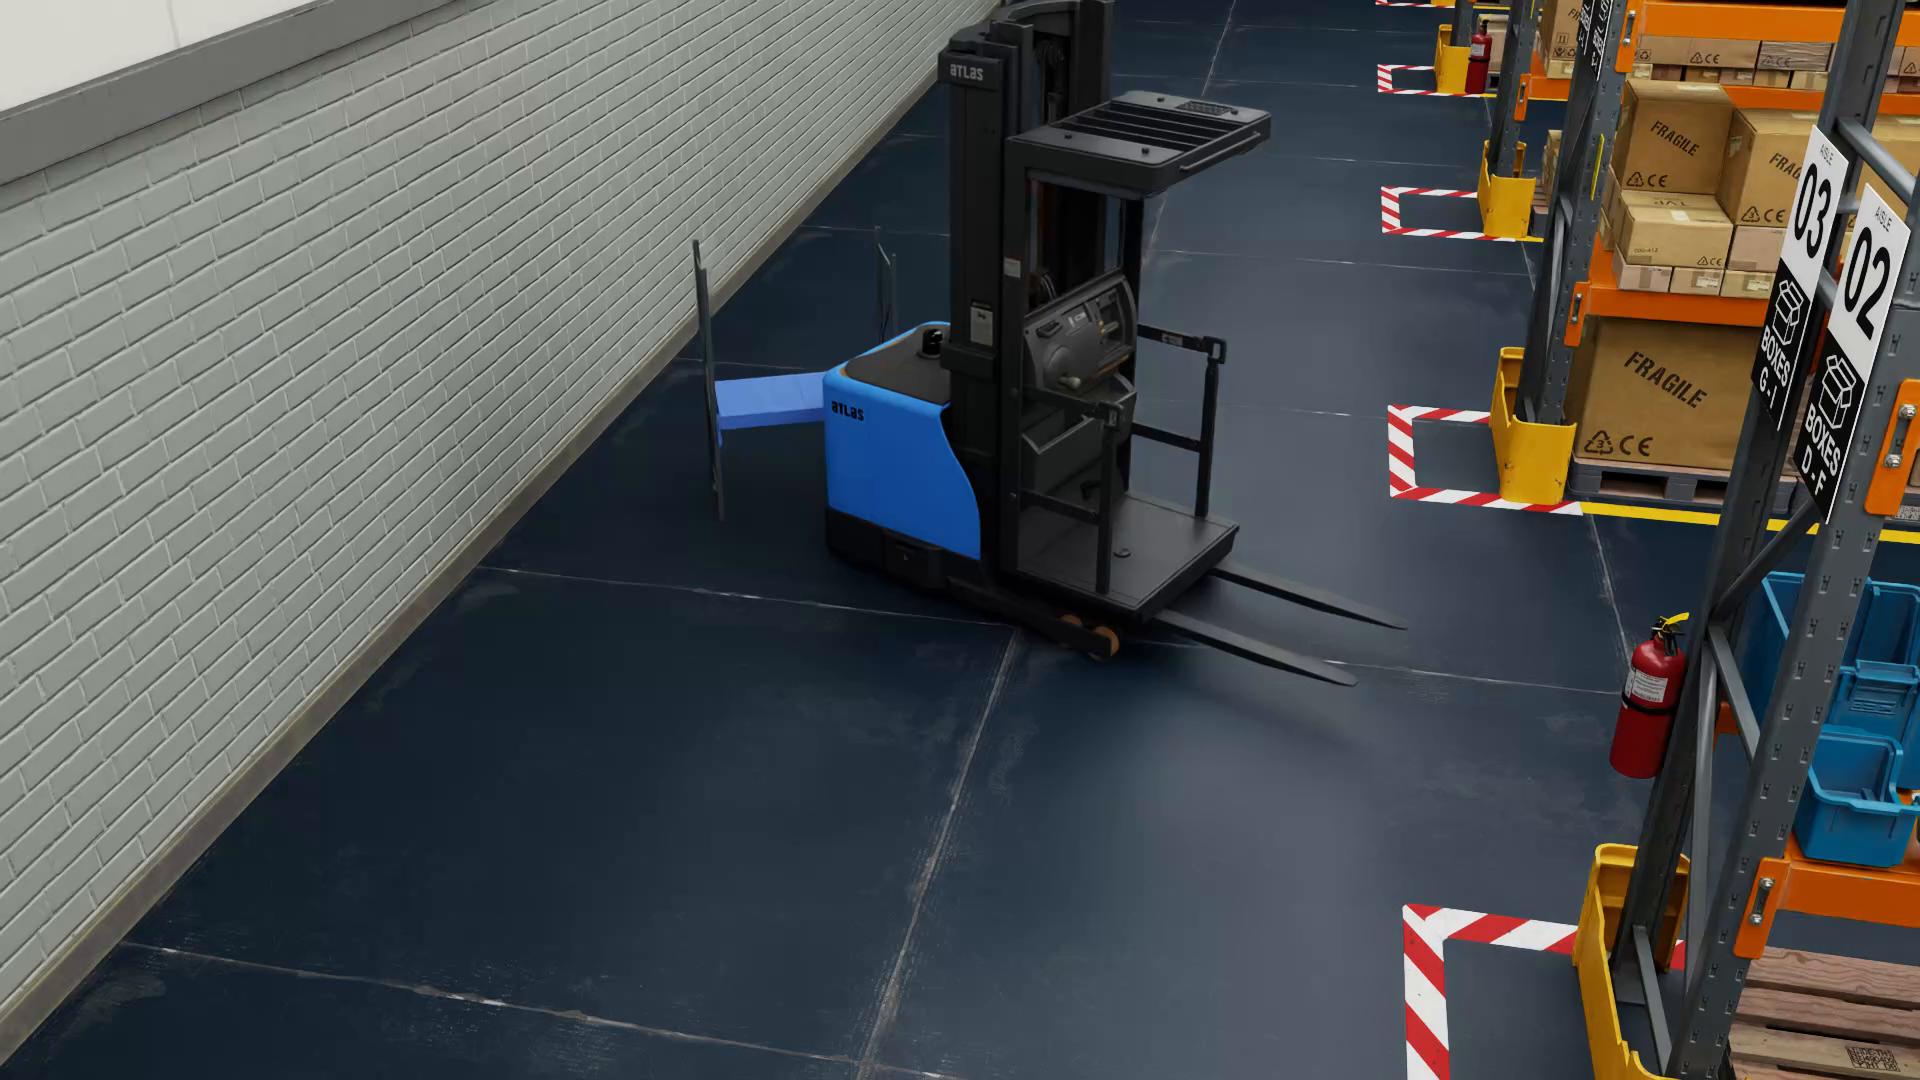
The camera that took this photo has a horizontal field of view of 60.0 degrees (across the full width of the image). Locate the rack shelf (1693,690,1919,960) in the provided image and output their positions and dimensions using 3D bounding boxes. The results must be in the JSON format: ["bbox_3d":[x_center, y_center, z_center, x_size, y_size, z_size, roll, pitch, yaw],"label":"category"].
[{"bbox_3d":[4.378,1.045,4.967,4.000,0.370,1.077,6,29,11],"label":"rack shelf"}]

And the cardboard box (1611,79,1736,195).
[{"bbox_3d":[3.988,-2.265,9.330,0.500,0.500,0.500,6,29,11],"label":"cardboard box"}]

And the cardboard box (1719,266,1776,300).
[{"bbox_3d":[4.237,-1.446,9.029,0.250,0.149,0.380,5,29,9],"label":"cardboard box"}]

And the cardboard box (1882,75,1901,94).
[{"bbox_3d":[7.133,-3.604,12.971,0.250,0.149,0.380,5,29,8],"label":"cardboard box"}]

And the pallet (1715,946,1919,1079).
[{"bbox_3d":[3.221,1.853,5.646,1.213,0.211,1.003,6,29,11],"label":"pallet"}]

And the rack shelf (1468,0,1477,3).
[{"bbox_3d":[7.482,-5.935,17.717,4.000,0.370,1.077,6,29,11],"label":"rack shelf"}]

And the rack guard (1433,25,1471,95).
[{"bbox_3d":[5.503,-5.357,18.515,0.348,0.500,1.175,6,29,11],"label":"rack guard"}]

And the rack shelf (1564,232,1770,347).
[{"bbox_3d":[5.413,-1.281,9.216,4.000,0.370,1.077,6,29,11],"label":"rack shelf"}]

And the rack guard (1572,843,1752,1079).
[{"bbox_3d":[2.396,1.629,5.754,0.348,0.500,1.175,6,29,11],"label":"rack guard"}]

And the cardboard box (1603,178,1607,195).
[{"bbox_3d":[5.306,-2.954,13.743,0.250,0.149,0.380,6,29,10],"label":"cardboard box"}]

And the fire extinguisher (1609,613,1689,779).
[{"bbox_3d":[2.370,0.498,5.686,0.183,0.674,0.296,6,29,11],"label":"fire extinguisher"}]

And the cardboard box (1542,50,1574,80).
[{"bbox_3d":[4.840,-3.820,13.365,0.250,0.149,0.380,6,29,10],"label":"cardboard box"}]

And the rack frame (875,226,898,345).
[{"bbox_3d":[-0.410,-0.987,9.490,0.032,1.500,0.500,-6,29,-11],"label":"rack frame"}]

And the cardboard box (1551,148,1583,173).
[{"bbox_3d":[5.033,-3.099,13.699,0.250,0.149,0.380,5,29,8],"label":"cardboard box"}]

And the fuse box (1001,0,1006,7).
[{"bbox_3d":[0.588,-7.413,21.008,0.414,1.711,0.539,6,29,11],"label":"fuse box"}]

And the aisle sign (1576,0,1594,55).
[{"bbox_3d":[3.449,-3.086,9.056,0.004,0.787,0.394,6,29,11],"label":"aisle sign"}]

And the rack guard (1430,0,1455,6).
[{"bbox_3d":[6.633,-7.679,22.755,0.348,0.500,1.175,6,29,11],"label":"rack guard"}]

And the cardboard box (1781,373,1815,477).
[{"bbox_3d":[4.989,-0.932,9.603,0.875,0.875,0.875,6,29,11],"label":"cardboard box"}]

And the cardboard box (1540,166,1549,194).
[{"bbox_3d":[5.150,-3.095,14.312,0.250,0.149,0.380,6,29,11],"label":"cardboard box"}]

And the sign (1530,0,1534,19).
[{"bbox_3d":[4.478,-4.241,12.972,0.005,0.325,0.100,6,29,11],"label":"sign"}]

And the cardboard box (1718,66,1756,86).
[{"bbox_3d":[6.127,-3.723,13.189,0.250,0.149,0.380,5,29,10],"label":"cardboard box"}]

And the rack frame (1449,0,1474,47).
[{"bbox_3d":[5.526,-6.451,17.910,0.127,3.000,1.000,6,29,11],"label":"rack frame"}]

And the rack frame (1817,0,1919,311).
[{"bbox_3d":[2.422,-2.103,3.720,0.127,3.000,1.000,6,29,11],"label":"rack frame"}]

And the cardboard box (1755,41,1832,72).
[{"bbox_3d":[6.478,-3.971,12.966,0.500,0.500,0.500,5,29,9],"label":"cardboard box"}]

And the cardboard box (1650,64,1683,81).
[{"bbox_3d":[5.631,-3.800,13.329,0.250,0.149,0.380,7,30,13],"label":"cardboard box"}]

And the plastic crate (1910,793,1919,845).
[{"bbox_3d":[2.892,0.869,4.752,0.298,0.136,0.250,6,29,11],"label":"plastic crate"}]

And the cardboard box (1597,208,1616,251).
[{"bbox_3d":[3.874,-1.806,9.687,0.250,0.149,0.380,6,29,12],"label":"cardboard box"}]

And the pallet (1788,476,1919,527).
[{"bbox_3d":[5.445,-0.407,9.774,1.213,0.211,1.003,6,29,11],"label":"pallet"}]

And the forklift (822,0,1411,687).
[{"bbox_3d":[0.762,-0.981,7.990,3.031,2.935,1.130,19,34,31],"label":"forklift"}]

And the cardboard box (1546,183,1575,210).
[{"bbox_3d":[5.037,-2.847,13.859,0.250,0.149,0.380,6,29,12],"label":"cardboard box"}]

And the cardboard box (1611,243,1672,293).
[{"bbox_3d":[3.735,-1.497,9.122,0.250,0.149,0.380,6,29,11],"label":"cardboard box"}]

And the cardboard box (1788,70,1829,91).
[{"bbox_3d":[6.631,-3.647,13.049,0.250,0.149,0.380,6,29,12],"label":"cardboard box"}]

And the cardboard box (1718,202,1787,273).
[{"bbox_3d":[4.380,-1.638,8.965,0.500,0.250,0.500,6,29,10],"label":"cardboard box"}]

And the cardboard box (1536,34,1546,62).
[{"bbox_3d":[4.969,-4.106,13.889,0.250,0.149,0.380,6,29,11],"label":"cardboard box"}]

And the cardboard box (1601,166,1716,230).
[{"bbox_3d":[3.986,-1.938,9.513,0.500,0.250,0.500,5,29,10],"label":"cardboard box"}]

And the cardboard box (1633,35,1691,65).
[{"bbox_3d":[5.501,-4.074,13.155,0.500,0.500,0.500,6,29,11],"label":"cardboard box"}]

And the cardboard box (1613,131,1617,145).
[{"bbox_3d":[5.676,-3.359,14.173,0.250,0.149,0.380,5,29,9],"label":"cardboard box"}]

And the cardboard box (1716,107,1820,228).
[{"bbox_3d":[4.359,-1.966,8.783,0.500,0.500,0.500,5,29,9],"label":"cardboard box"}]

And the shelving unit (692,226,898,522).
[{"bbox_3d":[-0.906,-0.933,9.392,1.048,1.500,0.538,-6,29,-11],"label":"shelving unit"}]

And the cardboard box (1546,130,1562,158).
[{"bbox_3d":[5.162,-3.377,14.207,0.250,0.149,0.380,6,29,11],"label":"cardboard box"}]

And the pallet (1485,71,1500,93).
[{"bbox_3d":[6.325,-5.185,18.501,1.213,0.211,1.003,6,29,11],"label":"pallet"}]

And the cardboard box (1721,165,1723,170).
[{"bbox_3d":[6.076,-3.024,13.562,0.250,0.149,0.380,7,29,13],"label":"cardboard box"}]

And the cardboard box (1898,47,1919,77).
[{"bbox_3d":[7.464,-3.858,12.760,0.500,0.500,0.500,5,29,9],"label":"cardboard box"}]

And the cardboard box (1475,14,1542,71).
[{"bbox_3d":[6.193,-5.492,18.390,0.875,0.438,0.875,5,29,9],"label":"cardboard box"}]

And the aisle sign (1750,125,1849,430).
[{"bbox_3d":[2.413,-0.756,4.801,0.004,0.787,0.394,6,29,11],"label":"aisle sign"}]
